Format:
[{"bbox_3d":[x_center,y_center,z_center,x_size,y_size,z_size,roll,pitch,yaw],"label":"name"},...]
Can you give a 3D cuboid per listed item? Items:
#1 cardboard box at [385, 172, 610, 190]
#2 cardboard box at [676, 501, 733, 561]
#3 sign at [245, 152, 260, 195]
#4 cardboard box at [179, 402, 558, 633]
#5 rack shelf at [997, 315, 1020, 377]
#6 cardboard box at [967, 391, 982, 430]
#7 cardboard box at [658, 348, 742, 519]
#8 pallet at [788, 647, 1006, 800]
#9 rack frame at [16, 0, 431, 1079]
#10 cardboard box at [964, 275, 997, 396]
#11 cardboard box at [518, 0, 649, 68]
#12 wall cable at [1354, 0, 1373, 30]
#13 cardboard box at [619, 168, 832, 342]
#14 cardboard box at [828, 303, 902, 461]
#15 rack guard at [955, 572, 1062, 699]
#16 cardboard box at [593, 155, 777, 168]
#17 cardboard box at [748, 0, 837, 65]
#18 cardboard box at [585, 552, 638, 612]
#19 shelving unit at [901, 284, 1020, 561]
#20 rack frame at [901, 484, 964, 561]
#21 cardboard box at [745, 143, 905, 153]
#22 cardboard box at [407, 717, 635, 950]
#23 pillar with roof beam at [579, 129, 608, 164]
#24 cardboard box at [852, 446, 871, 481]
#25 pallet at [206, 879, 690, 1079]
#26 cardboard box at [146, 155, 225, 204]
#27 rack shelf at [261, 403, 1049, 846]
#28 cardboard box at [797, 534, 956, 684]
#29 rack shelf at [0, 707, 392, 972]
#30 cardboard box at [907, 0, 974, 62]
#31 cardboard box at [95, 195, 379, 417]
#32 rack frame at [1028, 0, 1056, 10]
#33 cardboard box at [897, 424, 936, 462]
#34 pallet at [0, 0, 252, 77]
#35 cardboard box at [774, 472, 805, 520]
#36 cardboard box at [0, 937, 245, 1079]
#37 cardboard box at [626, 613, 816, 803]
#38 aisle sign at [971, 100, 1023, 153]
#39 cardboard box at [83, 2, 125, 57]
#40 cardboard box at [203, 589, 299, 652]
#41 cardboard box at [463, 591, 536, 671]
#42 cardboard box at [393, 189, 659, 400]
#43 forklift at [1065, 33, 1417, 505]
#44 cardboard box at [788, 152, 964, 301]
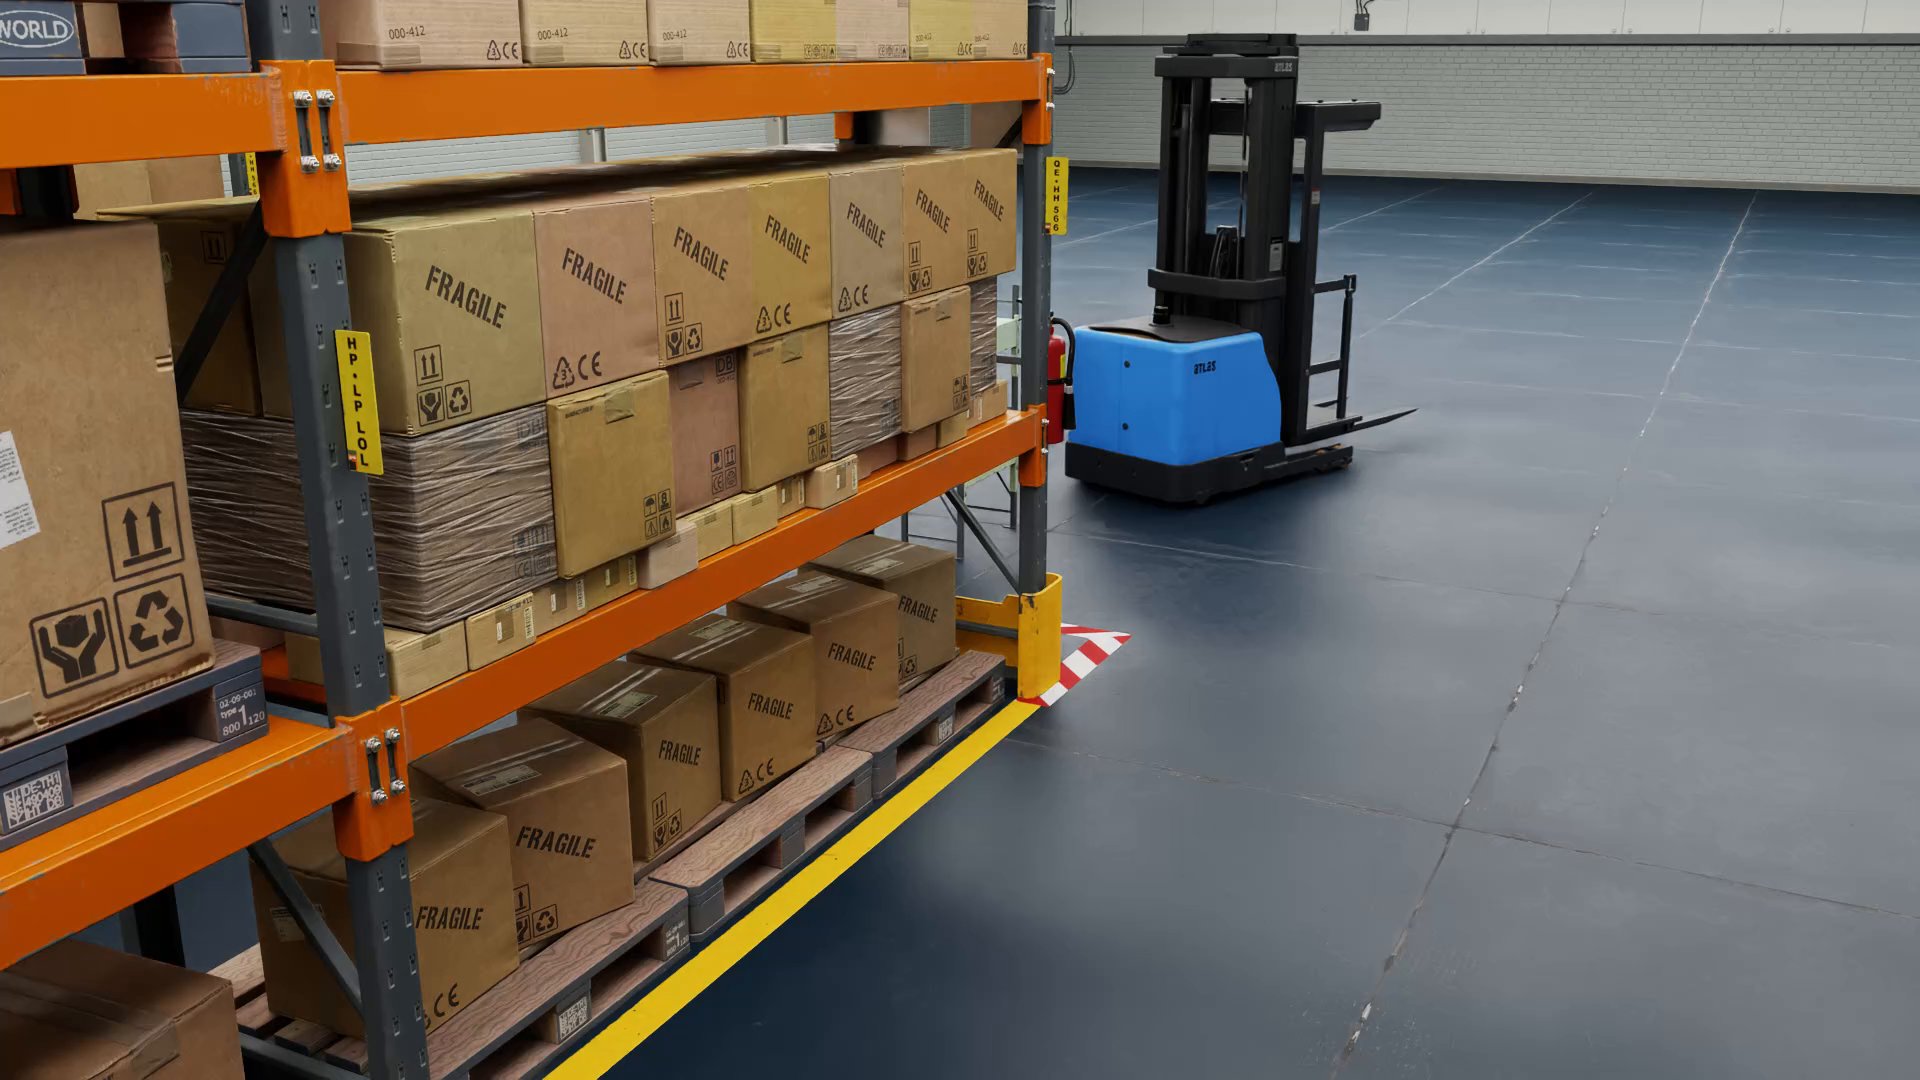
[{"bbox_3d":[-1.458,-0.900,5.332,0.500,0.500,0.500,8,18,25],"label":"cardboard box"},{"bbox_3d":[-0.958,-0.043,5.343,0.380,0.149,0.250,8,18,25],"label":"cardboard box"},{"bbox_3d":[-3.985,-2.097,9.368,0.100,0.325,0.005,8,18,25],"label":"sign"},{"bbox_3d":[-1.603,-0.123,4.472,0.875,0.500,0.500,8,18,25],"label":"cardboard box"},{"bbox_3d":[0.003,-1.095,9.705,0.431,0.370,0.720,8,18,25],"label":"rack shelf"},{"bbox_3d":[-0.127,-0.562,7.088,0.380,0.149,0.250,8,18,25],"label":"cardboard box"},{"bbox_3d":[-1.215,-0.386,5.358,0.875,0.500,0.500,8,18,25],"label":"cardboard box"},{"bbox_3d":[-0.501,0.714,7.250,1.003,0.211,1.213,8,18,25],"label":"pallet"},{"bbox_3d":[-1.860,0.174,4.169,1.000,3.000,0.127,8,18,25],"label":"rack frame"},{"bbox_3d":[-0.343,-0.898,7.083,0.875,0.500,0.500,8,18,25],"label":"cardboard box"},{"bbox_3d":[-1.198,-1.409,4.496,0.500,0.250,0.500,8,18,25],"label":"cardboard box"},{"bbox_3d":[9.893,-14.191,36.026,2.305,6.003,0.169,8,18,25],"label":"wall cable"},{"bbox_3d":[-0.772,-0.961,5.539,0.500,0.500,0.500,8,18,25],"label":"cardboard box"},{"bbox_3d":[-0.721,-0.634,6.193,0.875,0.500,0.500,8,18,25],"label":"cardboard box"},{"bbox_3d":[-0.106,0.373,7.890,1.175,0.500,0.348,8,18,25],"label":"rack guard"},{"bbox_3d":[-1.014,-1.155,6.190,0.500,0.500,0.500,8,18,25],"label":"cardboard box"},{"bbox_3d":[-0.738,-1.670,5.373,0.500,0.250,0.500,8,18,24],"label":"cardboard box"},{"bbox_3d":[-1.181,0.084,4.914,0.380,0.149,0.250,8,18,25],"label":"cardboard box"},{"bbox_3d":[0.003,-0.721,9.817,0.431,1.500,0.755,8,18,25],"label":"shelving unit"},{"bbox_3d":[-0.161,-0.627,9.503,0.400,1.500,0.023,8,18,25],"label":"rack frame"},{"bbox_3d":[-0.562,-1.409,7.046,0.500,0.500,0.500,8,18,25],"label":"cardboard box"},{"bbox_3d":[-1.396,0.928,5.286,0.500,0.500,0.500,16,23,43],"label":"cardboard box"},{"bbox_3d":[-2.603,-9.586,26.495,9.100,9.000,0.400,8,18,25],"label":"pillar with roof beam"},{"bbox_3d":[-0.559,-0.305,6.223,0.380,0.149,0.250,8,18,25],"label":"cardboard box"},{"bbox_3d":[-1.591,1.335,5.157,1.003,0.211,1.213,8,18,25],"label":"pallet"},{"bbox_3d":[-4.665,-2.001,9.334,0.875,0.550,0.550,8,18,25],"label":"cardboard box"},{"bbox_3d":[-0.966,0.010,5.987,1.077,0.370,4.000,8,18,25],"label":"rack shelf"},{"bbox_3d":[-0.366,0.309,7.367,0.500,0.500,0.500,12,20,36],"label":"cardboard box"},{"bbox_3d":[-2.753,1.029,2.556,1.077,0.370,4.000,8,18,25],"label":"rack shelf"},{"bbox_3d":[-0.281,-1.928,6.242,0.500,0.250,0.500,8,18,26],"label":"cardboard box"},{"bbox_3d":[-1.905,-0.645,4.474,0.500,0.500,0.500,8,18,25],"label":"cardboard box"},{"bbox_3d":[-0.072,-3.720,6.745,1.000,3.000,0.127,8,18,25],"label":"rack frame"},{"bbox_3d":[-0.318,-0.430,6.644,0.380,0.149,0.250,8,18,25],"label":"cardboard box"},{"bbox_3d":[-2.231,-1.030,3.285,1.213,0.211,1.003,8,18,25],"label":"pallet"},{"bbox_3d":[-0.765,-0.175,5.786,0.380,0.149,0.250,8,18,25],"label":"cardboard box"},{"bbox_3d":[-2.153,1.315,3.945,0.700,0.500,0.500,7,18,21],"label":"cardboard box"},{"bbox_3d":[-0.899,0.623,6.311,0.500,0.500,0.500,10,19,30],"label":"cardboard box"},{"bbox_3d":[0.224,-2.068,7.154,0.394,0.787,0.004,8,18,25],"label":"aisle sign"},{"bbox_3d":[-1.890,-1.341,4.266,0.500,0.250,0.500,9,19,27],"label":"cardboard box"},{"bbox_3d":[-2.027,0.203,4.515,0.380,0.149,0.250,8,18,25],"label":"cardboard box"},{"bbox_3d":[-1.371,0.216,4.469,0.380,0.149,0.250,8,18,25],"label":"cardboard box"},{"bbox_3d":[-1.209,-0.705,4.677,0.500,0.500,0.500,8,18,25],"label":"cardboard box"},{"bbox_3d":[2.132,-1.964,11.487,3.031,2.935,1.130,-15,22,-41],"label":"forklift"},{"bbox_3d":[-0.315,-1.215,6.392,0.500,0.500,0.500,8,18,25],"label":"cardboard box"}]
